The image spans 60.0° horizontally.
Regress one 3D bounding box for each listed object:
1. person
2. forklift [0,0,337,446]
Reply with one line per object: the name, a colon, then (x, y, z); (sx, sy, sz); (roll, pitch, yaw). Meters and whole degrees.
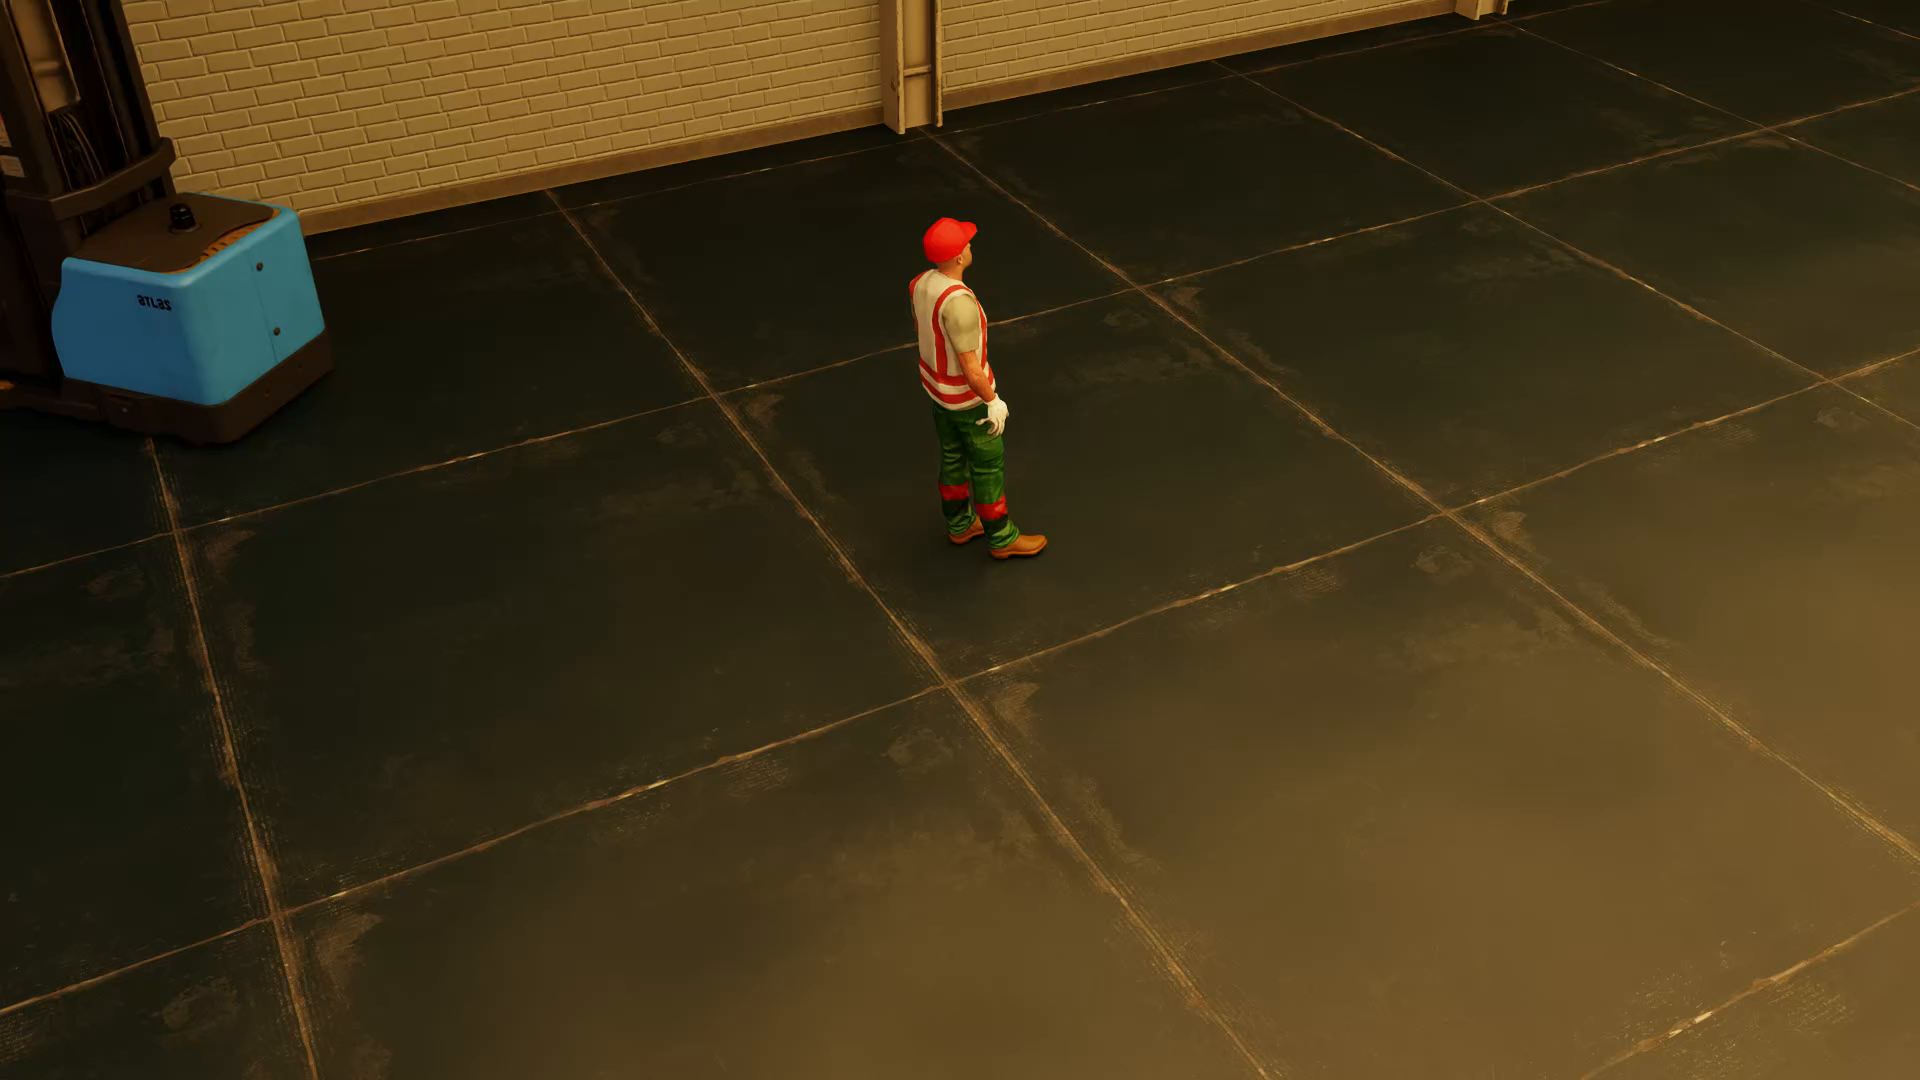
person: (0.077, -0.753, 8.164); (0.562, 1.790, 0.637); (-17, 39, -23)
forklift: (-5.337, -2.232, 9.280); (3.031, 2.935, 1.130); (11, 37, 15)
